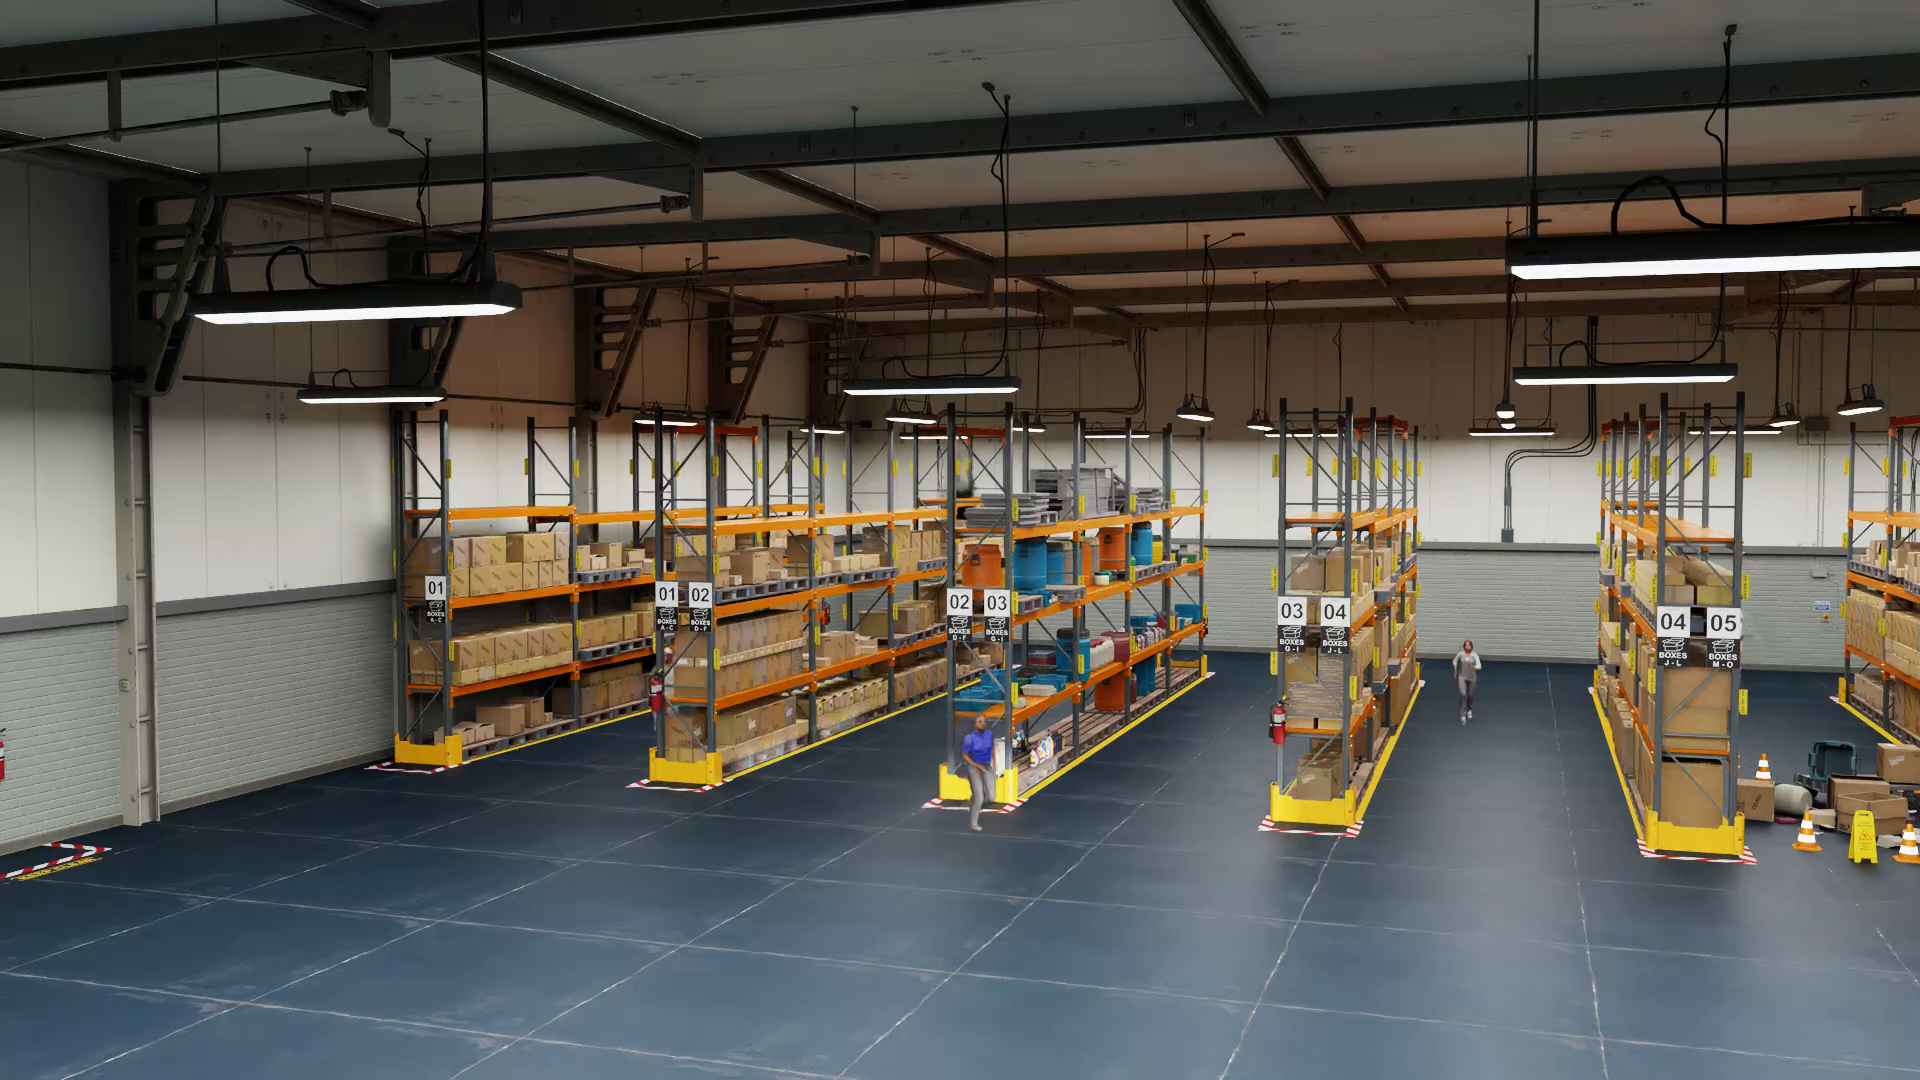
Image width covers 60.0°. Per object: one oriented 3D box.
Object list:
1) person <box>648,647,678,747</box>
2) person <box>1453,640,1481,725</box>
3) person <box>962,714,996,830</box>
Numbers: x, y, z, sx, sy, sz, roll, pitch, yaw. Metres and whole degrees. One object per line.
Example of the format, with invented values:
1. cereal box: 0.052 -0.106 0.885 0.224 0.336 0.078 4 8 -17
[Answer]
1. person: -5.256 2.835 29.666 0.645 1.847 0.777 0 2 3
2. person: 10.011 2.779 32.829 0.519 1.627 0.796 1 3 14
3. person: 0.292 3.217 23.082 0.600 1.619 0.625 -1 3 -30
